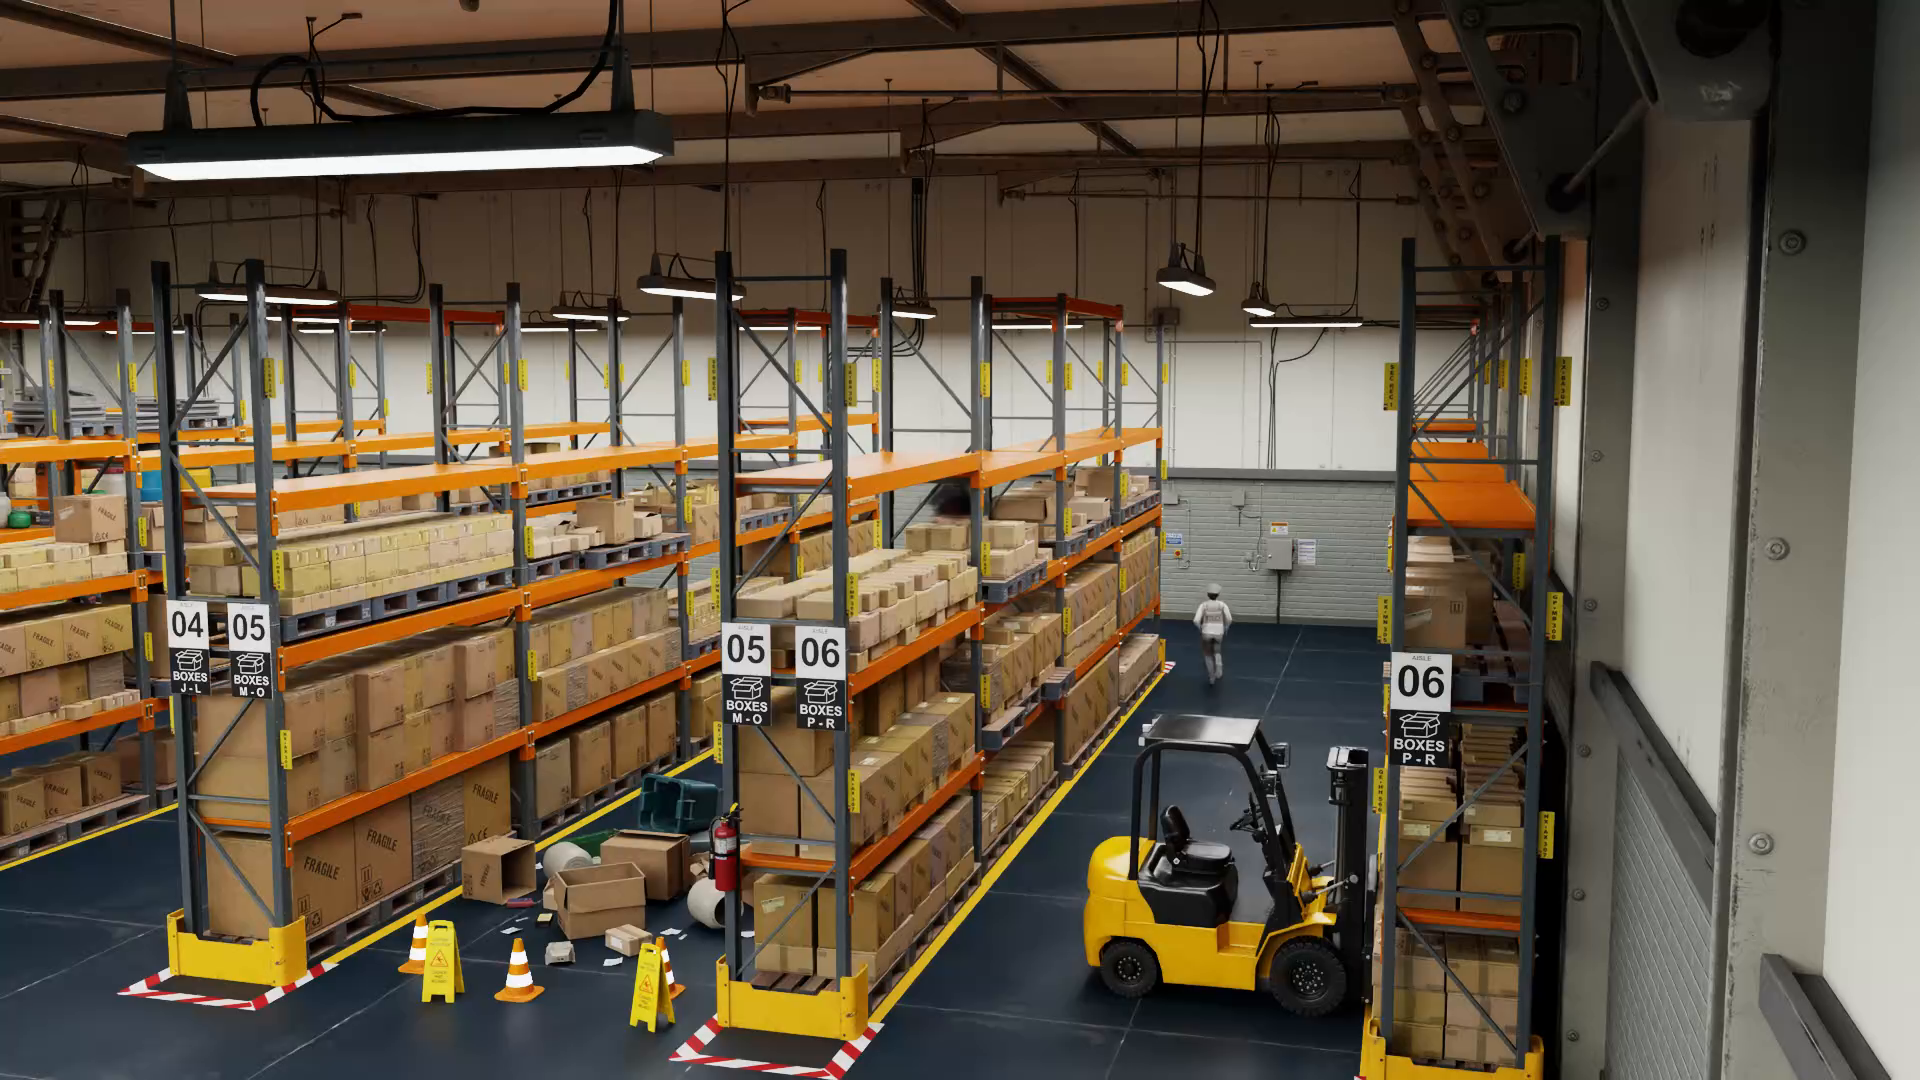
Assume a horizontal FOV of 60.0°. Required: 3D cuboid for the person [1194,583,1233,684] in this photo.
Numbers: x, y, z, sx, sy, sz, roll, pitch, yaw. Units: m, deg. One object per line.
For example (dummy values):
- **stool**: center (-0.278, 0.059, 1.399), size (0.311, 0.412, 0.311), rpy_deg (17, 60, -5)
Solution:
- **person**: center (4.065, 1.522, 26.768), size (0.615, 1.657, 0.555), rpy_deg (0, 6, 2)
